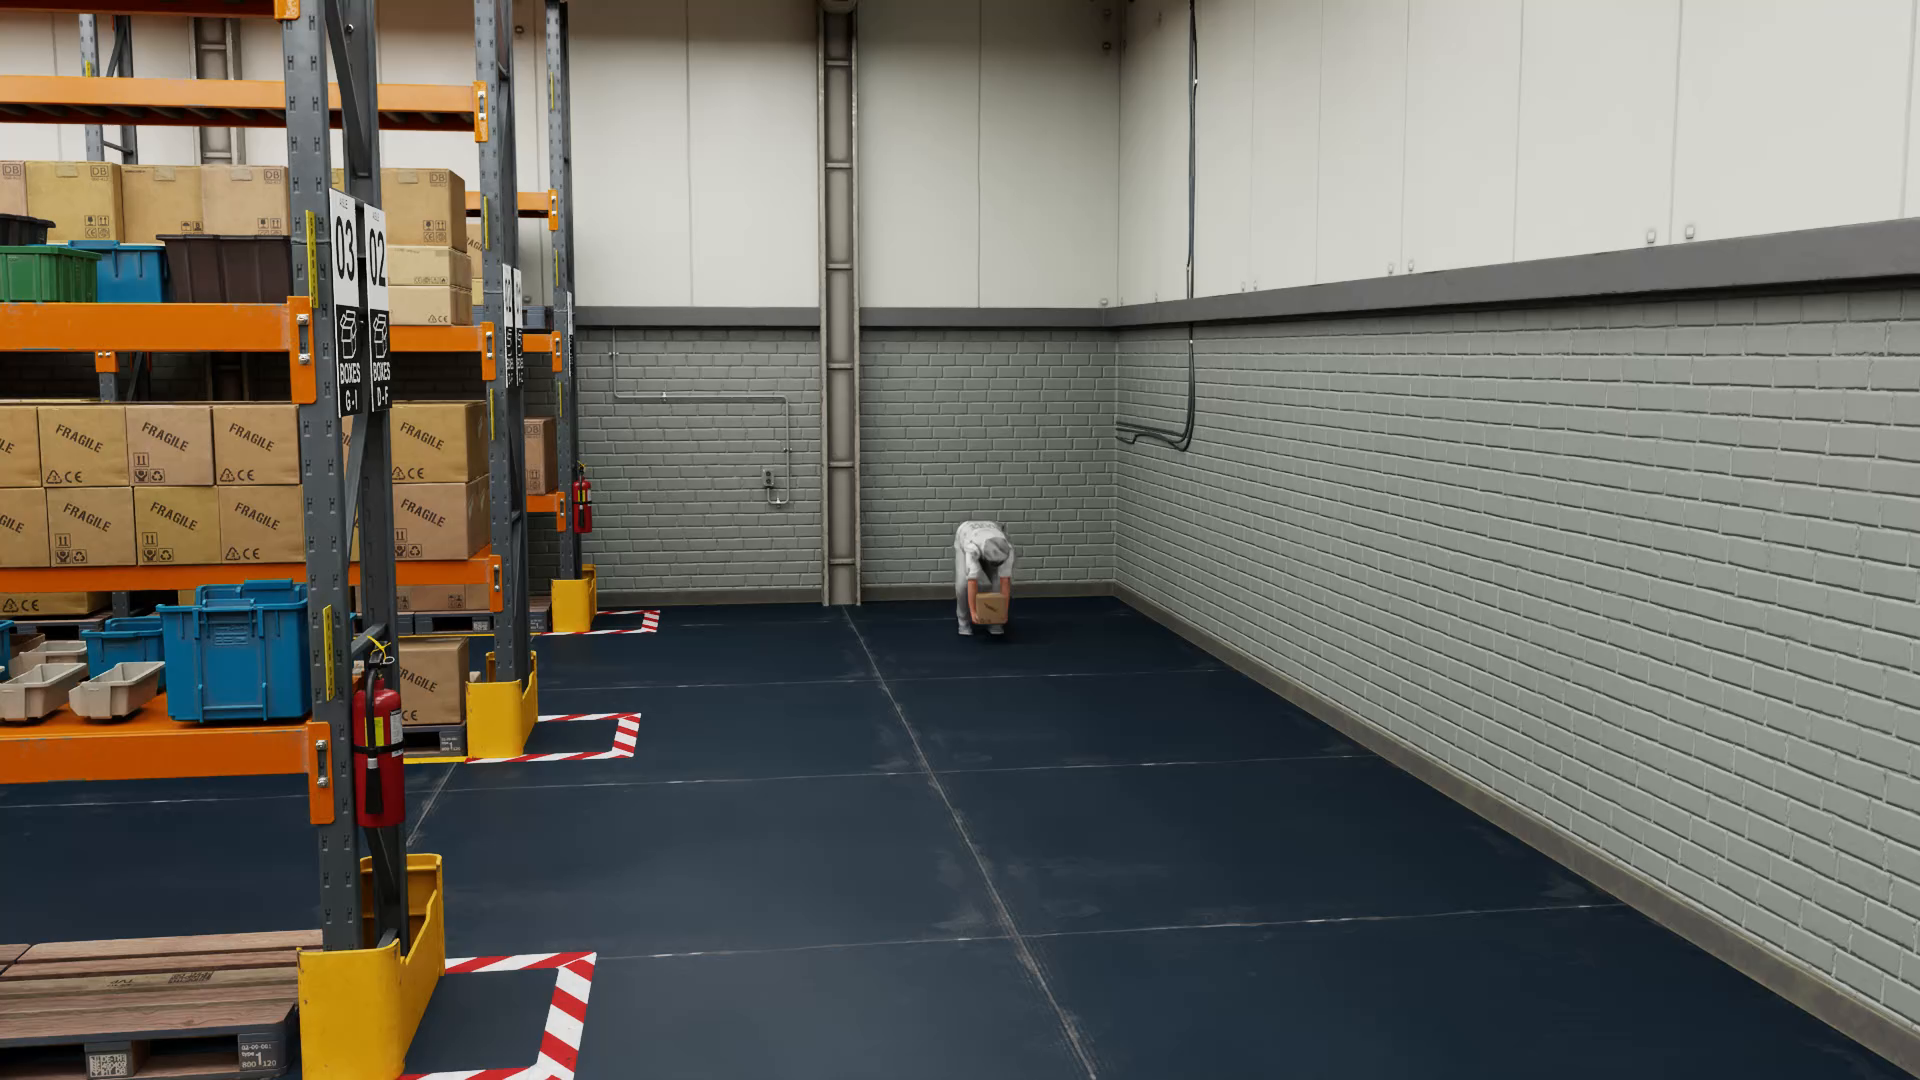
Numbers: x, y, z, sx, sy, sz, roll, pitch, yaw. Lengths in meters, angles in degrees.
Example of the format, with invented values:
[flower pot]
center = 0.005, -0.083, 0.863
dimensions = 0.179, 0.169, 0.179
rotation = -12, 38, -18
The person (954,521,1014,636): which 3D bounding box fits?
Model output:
[person]
center = 0.234, 0.375, 15.416
dimensions = 0.517, 1.069, 1.042
rotation = -1, 7, -11
